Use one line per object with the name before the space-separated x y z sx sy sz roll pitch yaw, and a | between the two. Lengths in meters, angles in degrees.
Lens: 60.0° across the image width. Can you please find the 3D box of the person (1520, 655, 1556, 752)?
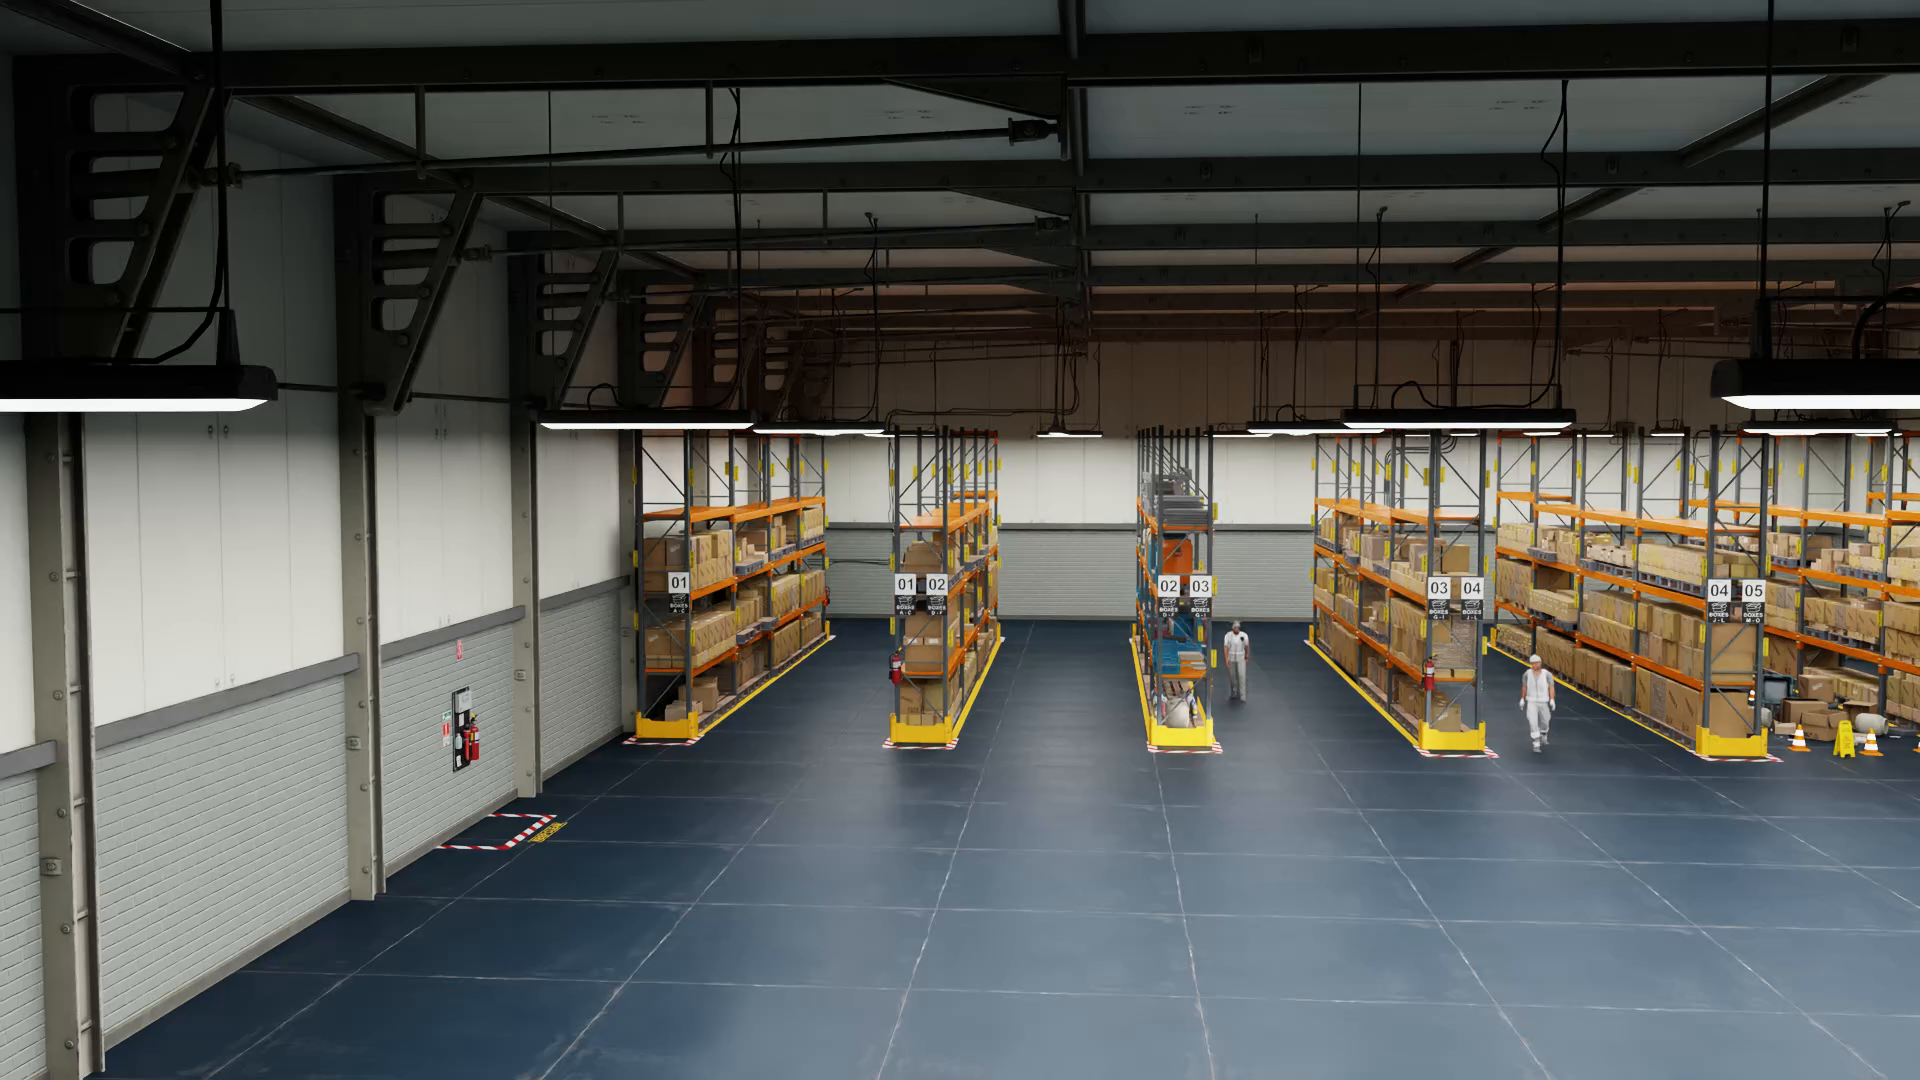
person | 10.678 2.992 30.734 0.629 1.773 0.817 1 4 20

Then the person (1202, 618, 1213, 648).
person | 6.681 2.160 45.782 0.592 1.706 0.487 -1 4 -12

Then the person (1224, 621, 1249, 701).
person | 6.089 2.633 36.672 0.553 1.718 0.919 1 4 14

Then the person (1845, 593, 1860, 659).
person | 23.334 2.285 43.333 0.545 1.772 0.573 -2 4 -28
